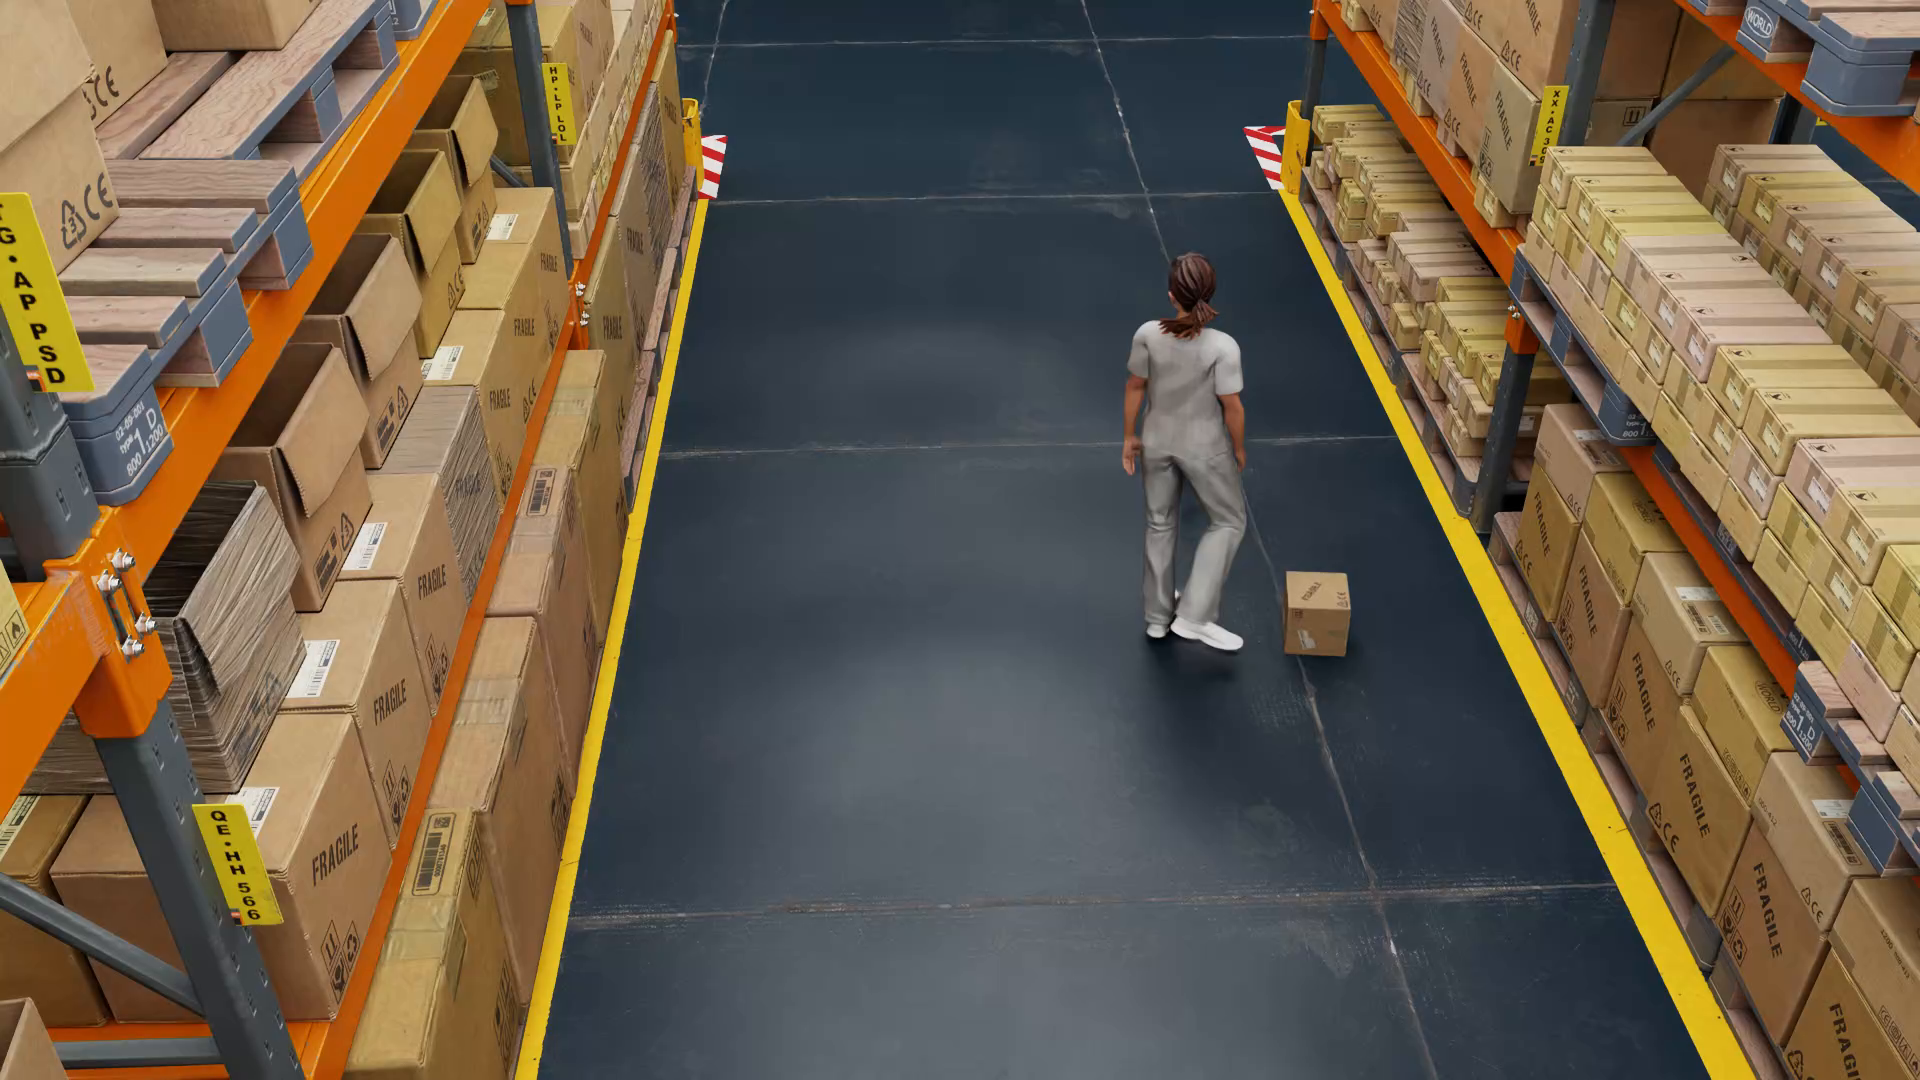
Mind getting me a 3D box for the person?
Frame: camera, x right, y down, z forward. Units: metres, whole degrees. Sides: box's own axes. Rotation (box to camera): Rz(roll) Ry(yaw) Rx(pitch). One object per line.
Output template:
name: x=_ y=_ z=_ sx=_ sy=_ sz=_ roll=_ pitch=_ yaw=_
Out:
person: x=0.920 y=-0.314 z=6.560 sx=0.631 sy=1.667 sz=0.440 roll=17 pitch=39 yaw=22
